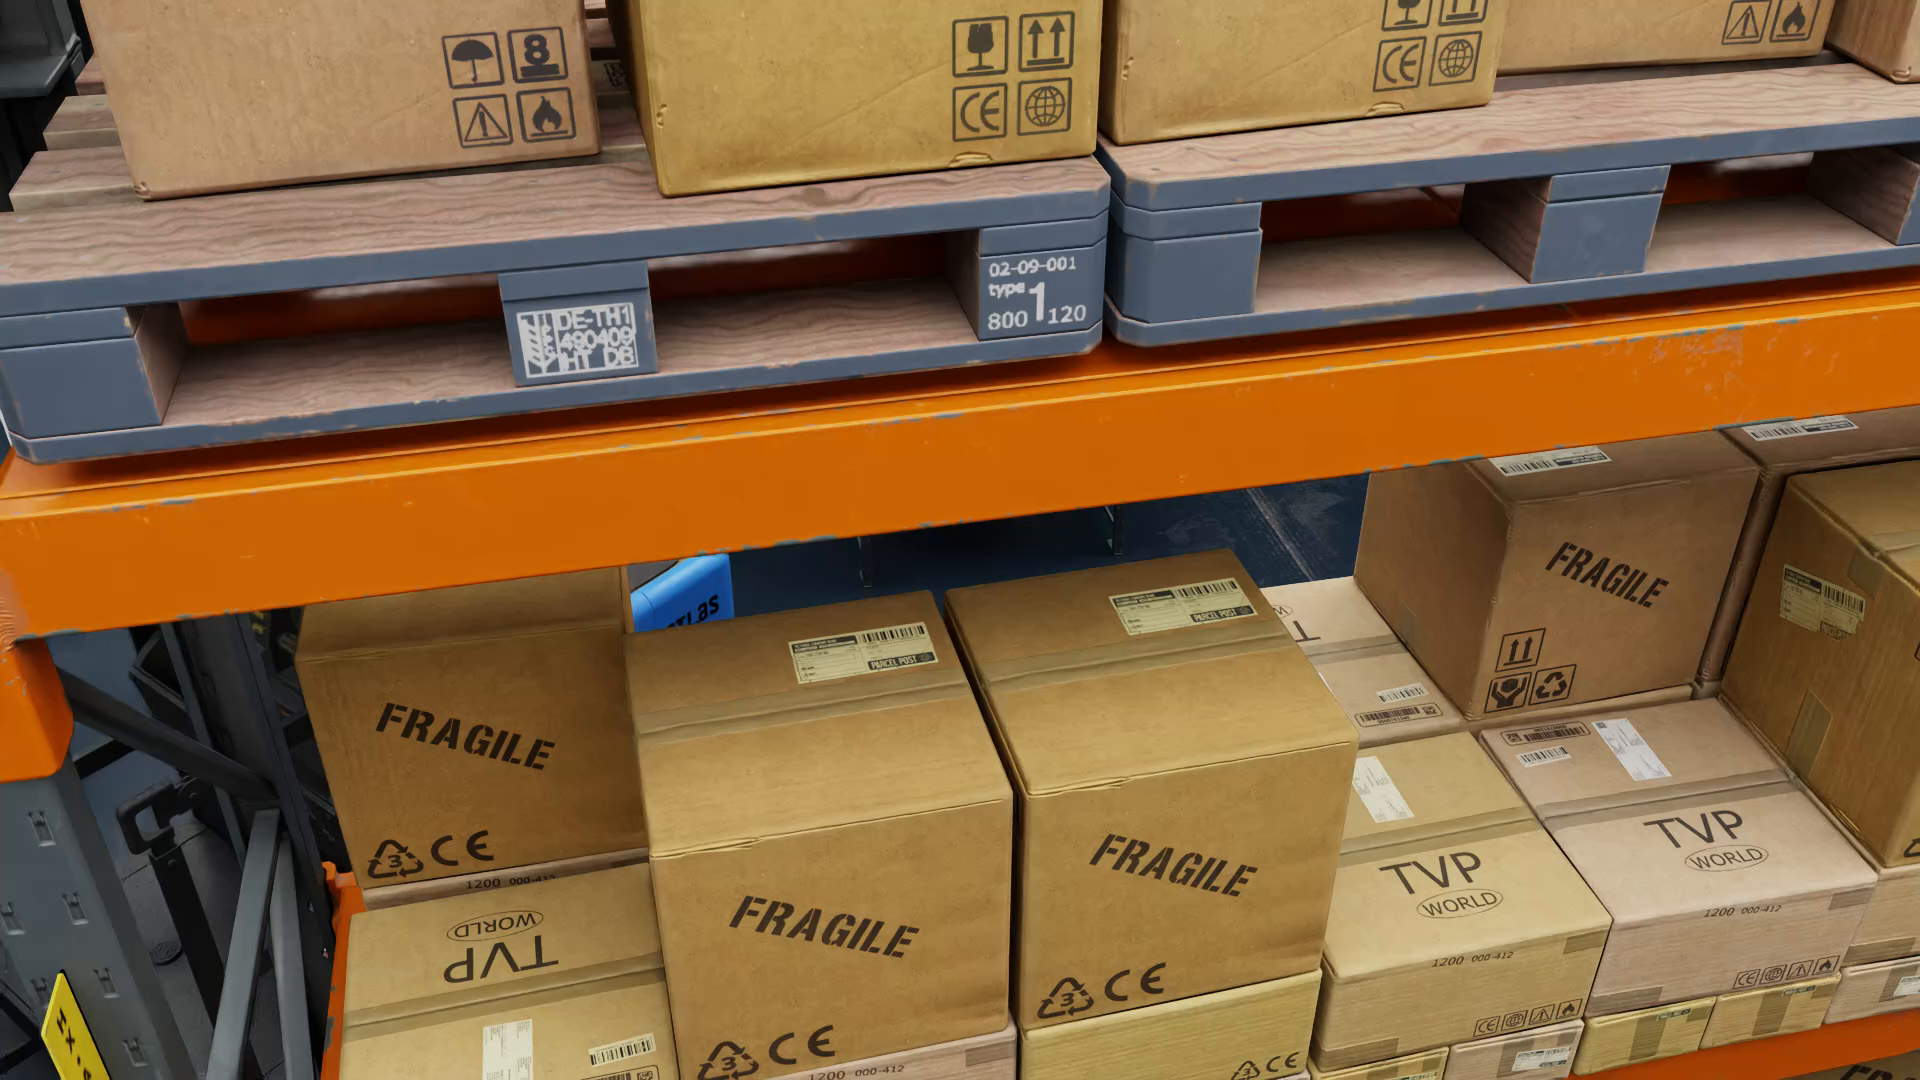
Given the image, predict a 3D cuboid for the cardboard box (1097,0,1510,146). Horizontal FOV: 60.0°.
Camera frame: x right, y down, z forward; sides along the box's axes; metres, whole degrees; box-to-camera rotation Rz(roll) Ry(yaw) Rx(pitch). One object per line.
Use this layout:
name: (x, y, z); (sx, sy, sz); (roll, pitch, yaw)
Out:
cardboard box: (0.321, -0.891, 2.138); (0.500, 0.500, 0.700); (-9, 35, -14)

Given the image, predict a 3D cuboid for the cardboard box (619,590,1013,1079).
cardboard box: (-0.228, 0.452, 2.579); (0.500, 0.500, 0.500); (-8, 35, -12)

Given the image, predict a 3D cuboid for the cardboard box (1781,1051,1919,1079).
cardboard box: (1.996, 1.052, 4.020); (0.875, 0.875, 0.875); (-7, 35, -11)

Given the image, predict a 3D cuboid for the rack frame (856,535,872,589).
rack frame: (-0.413, -0.571, 6.255); (0.032, 1.500, 0.500); (-7, 35, -11)

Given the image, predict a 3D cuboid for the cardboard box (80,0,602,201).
cardboard box: (-0.748, -0.797, 1.998); (0.500, 0.500, 0.700); (-9, 35, -13)

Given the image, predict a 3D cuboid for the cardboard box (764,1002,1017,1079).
cardboard box: (-0.210, 0.758, 2.797); (0.500, 0.250, 0.500); (-8, 35, -11)

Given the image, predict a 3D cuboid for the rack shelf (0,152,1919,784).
rack shelf: (0.707, -0.394, 2.599); (4.000, 0.370, 1.077); (-7, 35, -11)

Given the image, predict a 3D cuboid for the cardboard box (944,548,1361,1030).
cardboard box: (0.276, 0.385, 2.679); (0.500, 0.500, 0.500); (-8, 35, -12)

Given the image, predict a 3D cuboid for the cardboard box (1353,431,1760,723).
cardboard box: (1.146, -0.023, 3.287); (0.500, 0.500, 0.500); (-8, 35, -12)

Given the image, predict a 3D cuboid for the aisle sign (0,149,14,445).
aisle sign: (-1.380, -0.435, 2.373); (0.004, 0.787, 0.394); (-7, 35, -11)

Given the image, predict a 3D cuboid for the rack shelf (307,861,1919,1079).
rack shelf: (0.707, 0.851, 3.435); (4.000, 0.370, 1.077); (-7, 35, -11)

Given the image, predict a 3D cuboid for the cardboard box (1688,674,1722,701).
cardboard box: (1.655, 0.219, 3.599); (0.500, 0.250, 0.500); (-7, 35, -11)

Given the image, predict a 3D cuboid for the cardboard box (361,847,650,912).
cardboard box: (-0.830, 0.534, 3.131); (0.500, 0.250, 0.500); (-8, 35, -11)

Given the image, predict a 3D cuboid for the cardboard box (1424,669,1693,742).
cardboard box: (1.151, 0.286, 3.499); (0.500, 0.250, 0.500); (-6, 34, -9)

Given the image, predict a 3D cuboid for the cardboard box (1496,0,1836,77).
cardboard box: (0.841, -1.016, 2.325); (0.500, 0.500, 0.700); (-6, 34, -8)

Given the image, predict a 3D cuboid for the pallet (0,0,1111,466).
pallet: (-0.522, -0.507, 2.201); (1.213, 0.211, 1.003); (-7, 35, -11)

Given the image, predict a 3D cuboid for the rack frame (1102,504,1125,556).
rack frame: (0.579, -0.696, 6.441); (0.032, 1.500, 0.500); (-7, 35, -11)

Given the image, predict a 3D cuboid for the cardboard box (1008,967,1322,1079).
cardboard box: (0.280, 0.698, 2.886); (0.500, 0.250, 0.500); (-8, 35, -12)

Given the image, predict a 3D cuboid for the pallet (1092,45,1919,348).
pallet: (0.670, -0.659, 2.428); (1.213, 0.211, 1.003); (-7, 35, -11)

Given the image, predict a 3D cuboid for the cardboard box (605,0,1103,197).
cardboard box: (-0.173, -0.801, 2.004); (0.500, 0.500, 0.700); (-8, 35, -12)

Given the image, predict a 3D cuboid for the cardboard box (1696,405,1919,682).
cardboard box: (1.652, -0.089, 3.386); (0.500, 0.500, 0.500); (-7, 35, -11)

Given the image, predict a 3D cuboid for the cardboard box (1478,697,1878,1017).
cardboard box: (1.283, 0.570, 3.076); (0.500, 0.250, 0.500); (-7, 34, -10)

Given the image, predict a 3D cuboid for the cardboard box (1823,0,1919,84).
cardboard box: (1.382, -1.004, 2.305); (0.500, 0.500, 0.700); (-5, 34, -8)

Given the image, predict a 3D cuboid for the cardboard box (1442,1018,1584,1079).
cardboard box: (0.931, 0.816, 3.068); (0.250, 0.149, 0.380); (-7, 34, -10)

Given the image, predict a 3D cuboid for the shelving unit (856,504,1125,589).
shelving unit: (0.083, -0.633, 6.348); (1.048, 1.500, 0.538); (-7, 35, -11)

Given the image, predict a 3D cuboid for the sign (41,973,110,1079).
sign: (-1.127, 0.709, 2.154); (0.005, 0.325, 0.100); (-7, 35, -11)

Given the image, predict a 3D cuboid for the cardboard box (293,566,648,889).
cardboard box: (-0.827, 0.223, 2.920); (0.500, 0.500, 0.500); (-7, 34, -10)

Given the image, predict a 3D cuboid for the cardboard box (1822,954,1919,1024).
cardboard box: (1.680, 0.722, 3.208); (0.250, 0.149, 0.380); (-7, 34, -10)

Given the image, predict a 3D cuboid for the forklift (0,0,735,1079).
forklift: (-1.954, 0.164, 3.876); (1.130, 2.935, 3.031); (23, 40, 30)

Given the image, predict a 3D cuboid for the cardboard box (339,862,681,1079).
cardboard box: (-0.716, 0.825, 2.696); (0.500, 0.250, 0.500); (-8, 35, -12)

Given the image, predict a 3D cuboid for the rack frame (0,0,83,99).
rack frame: (-1.244, -1.692, 1.196); (0.127, 3.000, 1.000); (-7, 35, -11)
